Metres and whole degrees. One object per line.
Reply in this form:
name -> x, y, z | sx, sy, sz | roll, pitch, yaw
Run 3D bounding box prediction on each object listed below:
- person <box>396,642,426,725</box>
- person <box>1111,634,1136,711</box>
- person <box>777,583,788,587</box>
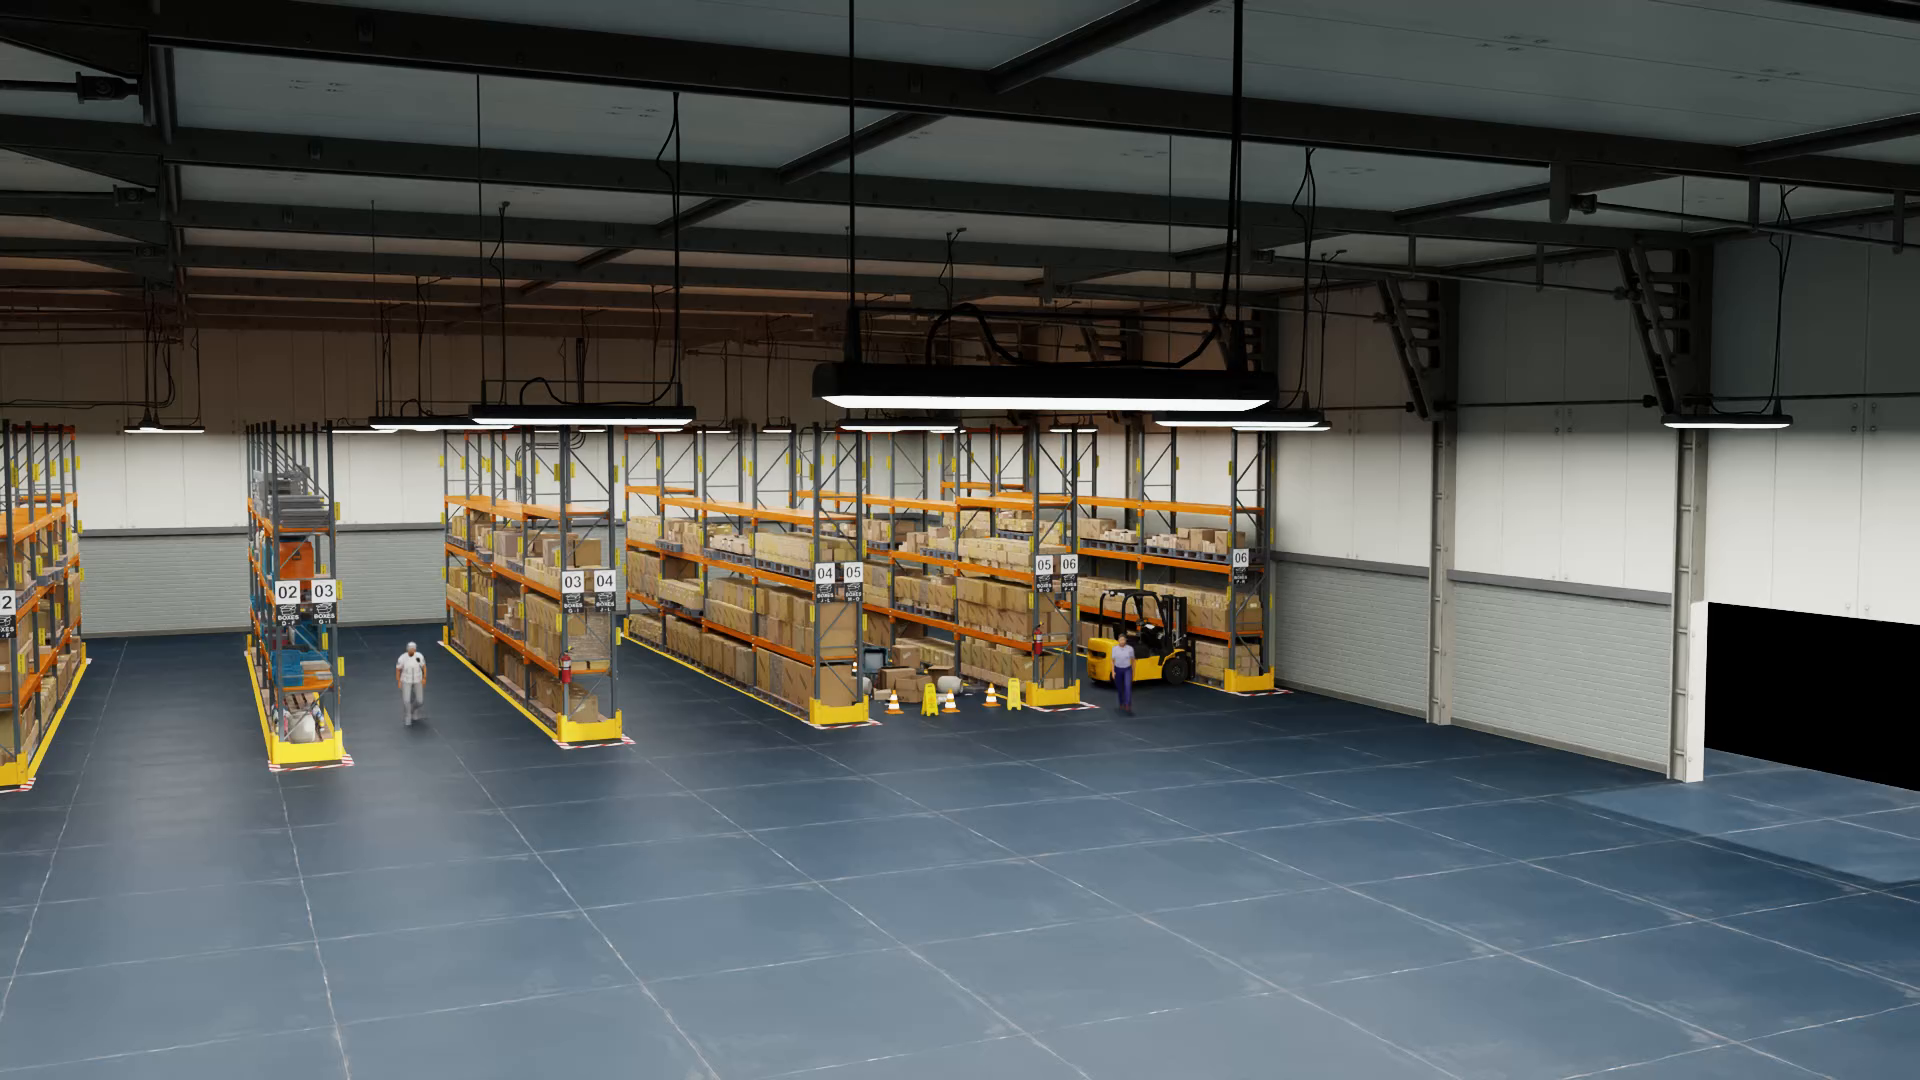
person -> -10.959, 2.839, 33.198 | 0.571, 1.647, 0.592 | -2, 4, -25
person -> 3.376, 2.747, 34.507 | 0.504, 1.599, 1.006 | 1, 4, 16
person -> -4.828, 1.971, 45.846 | 0.454, 1.774, 0.573 | 1, 4, 21
